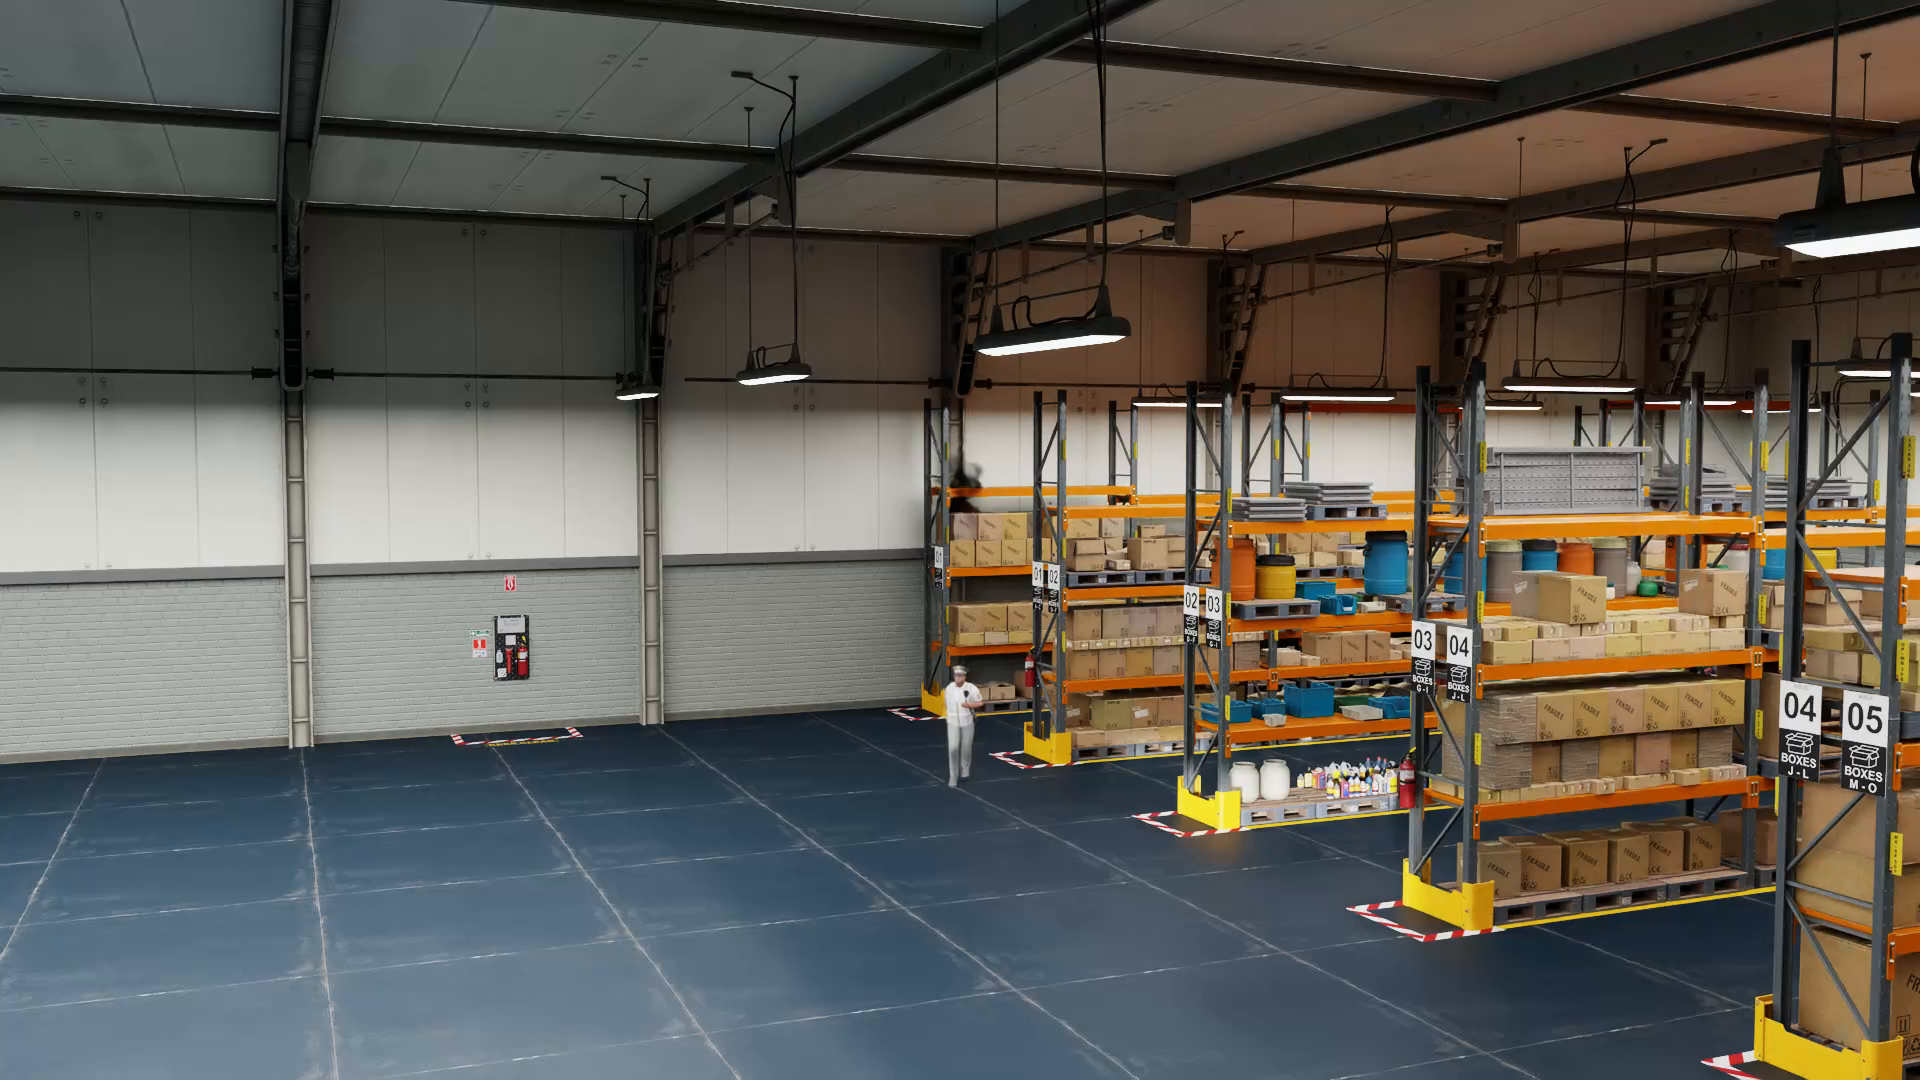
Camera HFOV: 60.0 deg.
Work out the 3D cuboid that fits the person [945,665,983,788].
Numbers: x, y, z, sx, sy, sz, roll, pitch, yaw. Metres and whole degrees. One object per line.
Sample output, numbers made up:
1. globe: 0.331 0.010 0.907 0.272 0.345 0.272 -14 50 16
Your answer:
1. person: 0.047 2.808 25.194 0.629 1.856 0.811 1 3 9
